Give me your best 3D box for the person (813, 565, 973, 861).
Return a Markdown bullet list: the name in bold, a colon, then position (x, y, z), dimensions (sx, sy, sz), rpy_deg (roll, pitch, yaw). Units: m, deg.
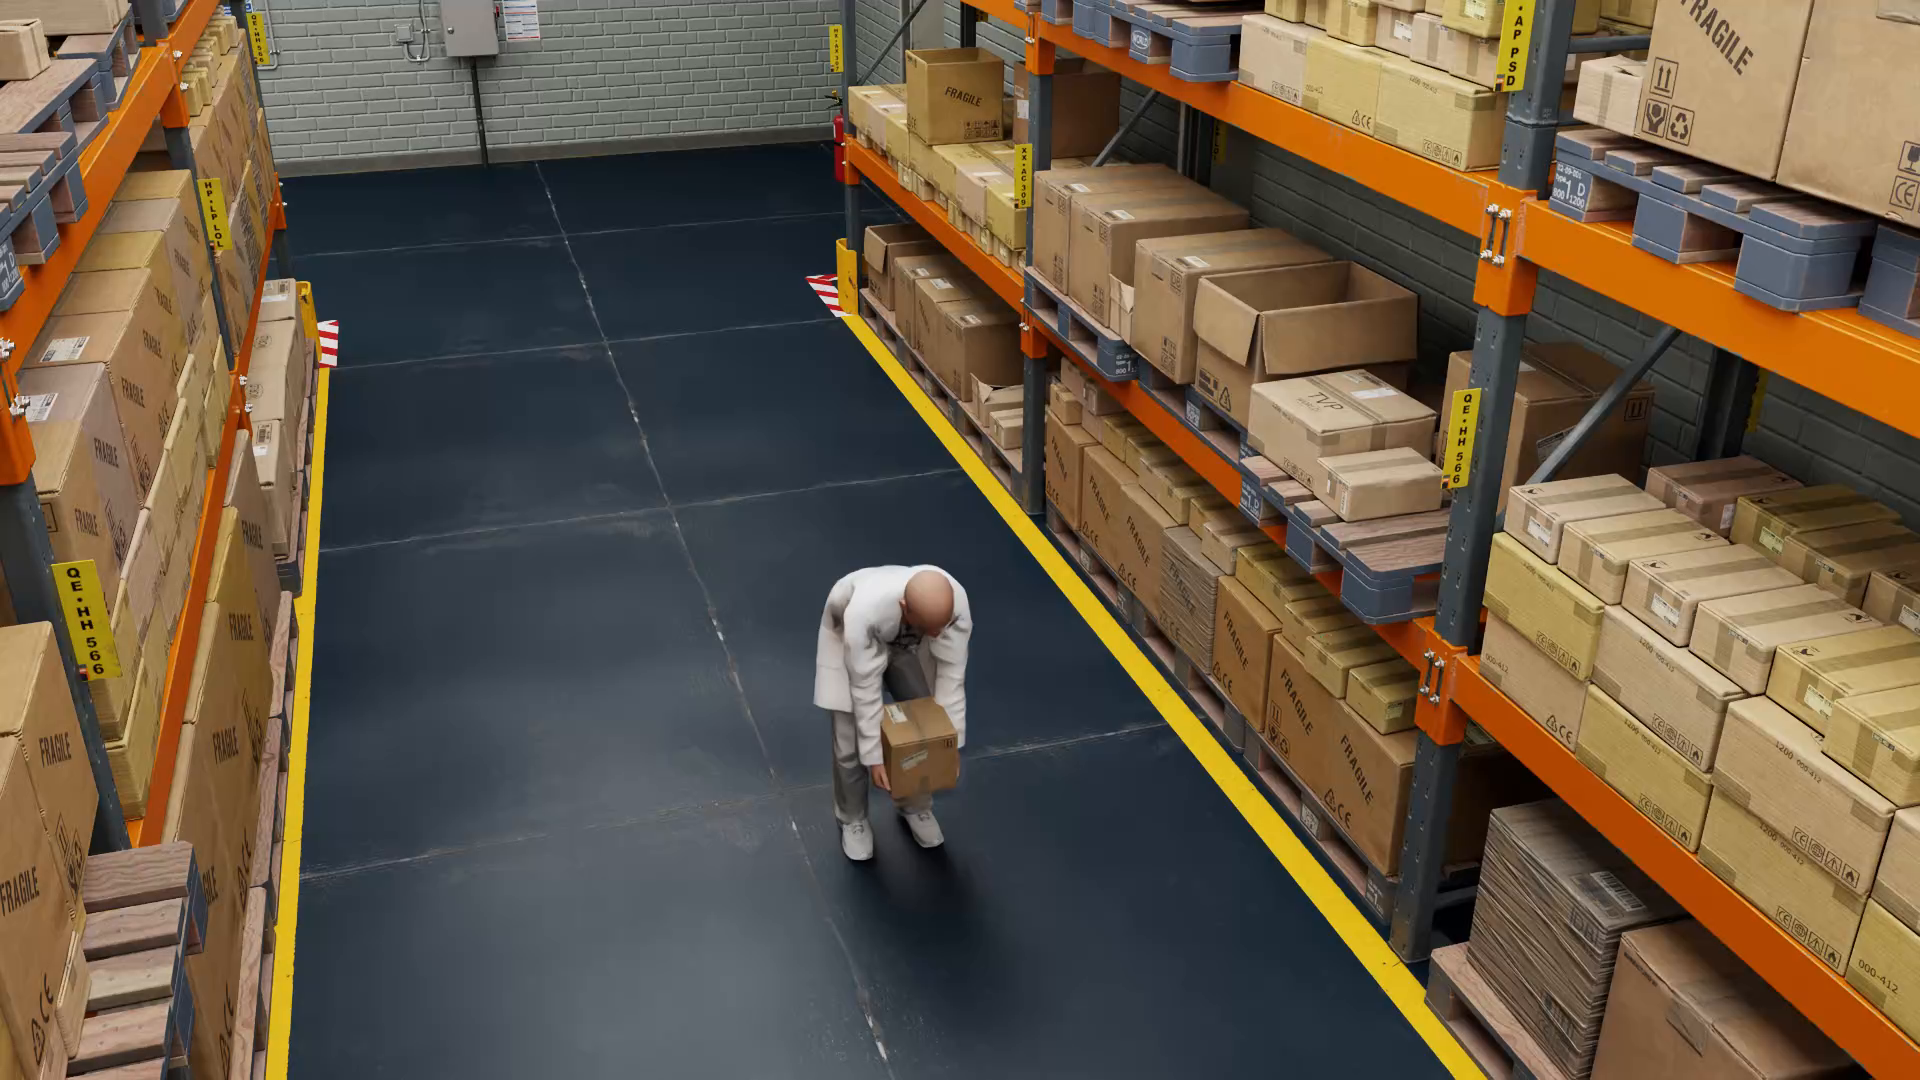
- **person**: position (-0.238, 0.629, 6.271), dimensions (0.560, 1.403, 0.858), rpy_deg (-9, 27, -18)
